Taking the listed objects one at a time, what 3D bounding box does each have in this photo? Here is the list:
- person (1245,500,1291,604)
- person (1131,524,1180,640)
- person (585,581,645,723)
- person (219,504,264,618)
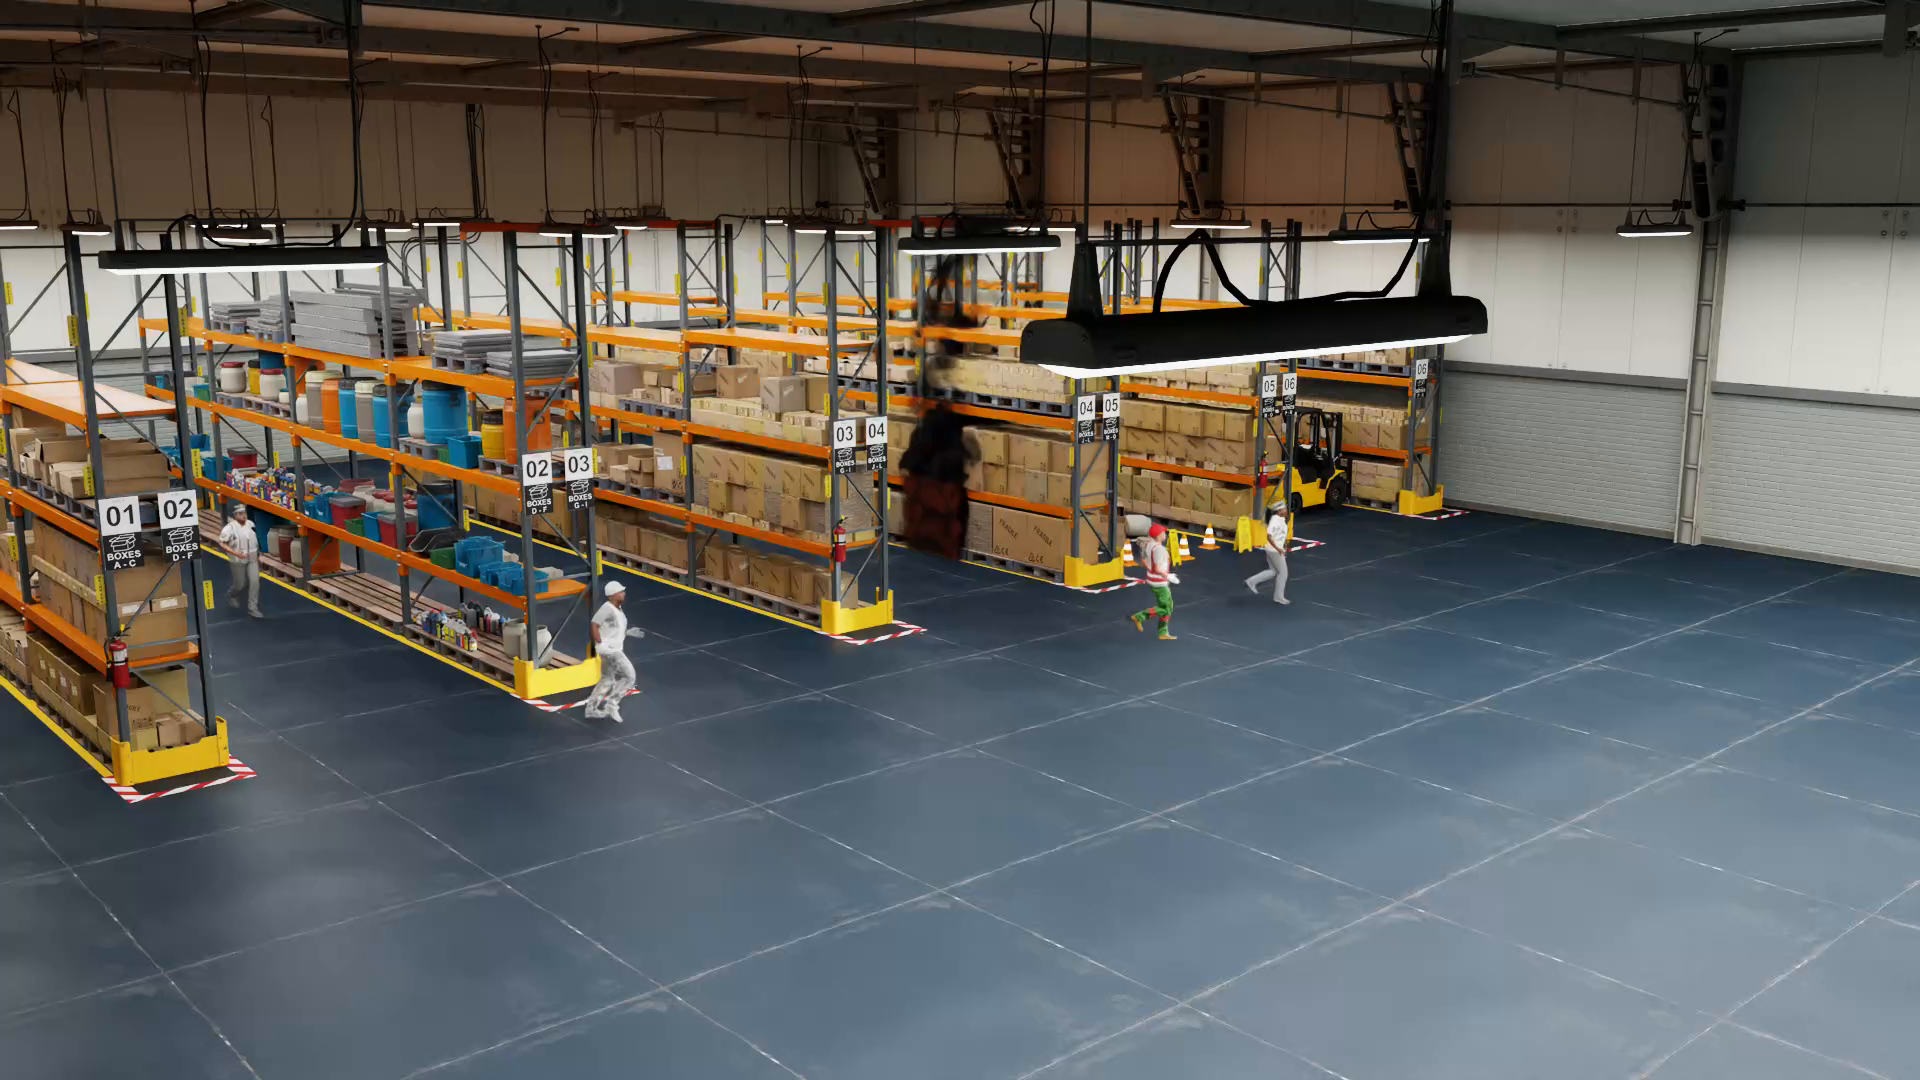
[{"bbox_3d":[4.985,0.177,26.781,0.749,1.707,0.578,2,12,10],"label":"person"},{"bbox_3d":[2.850,0.627,24.388,0.744,1.759,0.655,-2,12,-9],"label":"person"},{"bbox_3d":[-4.303,1.380,20.658,0.773,1.767,0.624,-2,12,-9],"label":"person"},{"bbox_3d":[-11.204,0.305,25.949,0.841,1.778,0.666,10,15,41],"label":"person"}]
